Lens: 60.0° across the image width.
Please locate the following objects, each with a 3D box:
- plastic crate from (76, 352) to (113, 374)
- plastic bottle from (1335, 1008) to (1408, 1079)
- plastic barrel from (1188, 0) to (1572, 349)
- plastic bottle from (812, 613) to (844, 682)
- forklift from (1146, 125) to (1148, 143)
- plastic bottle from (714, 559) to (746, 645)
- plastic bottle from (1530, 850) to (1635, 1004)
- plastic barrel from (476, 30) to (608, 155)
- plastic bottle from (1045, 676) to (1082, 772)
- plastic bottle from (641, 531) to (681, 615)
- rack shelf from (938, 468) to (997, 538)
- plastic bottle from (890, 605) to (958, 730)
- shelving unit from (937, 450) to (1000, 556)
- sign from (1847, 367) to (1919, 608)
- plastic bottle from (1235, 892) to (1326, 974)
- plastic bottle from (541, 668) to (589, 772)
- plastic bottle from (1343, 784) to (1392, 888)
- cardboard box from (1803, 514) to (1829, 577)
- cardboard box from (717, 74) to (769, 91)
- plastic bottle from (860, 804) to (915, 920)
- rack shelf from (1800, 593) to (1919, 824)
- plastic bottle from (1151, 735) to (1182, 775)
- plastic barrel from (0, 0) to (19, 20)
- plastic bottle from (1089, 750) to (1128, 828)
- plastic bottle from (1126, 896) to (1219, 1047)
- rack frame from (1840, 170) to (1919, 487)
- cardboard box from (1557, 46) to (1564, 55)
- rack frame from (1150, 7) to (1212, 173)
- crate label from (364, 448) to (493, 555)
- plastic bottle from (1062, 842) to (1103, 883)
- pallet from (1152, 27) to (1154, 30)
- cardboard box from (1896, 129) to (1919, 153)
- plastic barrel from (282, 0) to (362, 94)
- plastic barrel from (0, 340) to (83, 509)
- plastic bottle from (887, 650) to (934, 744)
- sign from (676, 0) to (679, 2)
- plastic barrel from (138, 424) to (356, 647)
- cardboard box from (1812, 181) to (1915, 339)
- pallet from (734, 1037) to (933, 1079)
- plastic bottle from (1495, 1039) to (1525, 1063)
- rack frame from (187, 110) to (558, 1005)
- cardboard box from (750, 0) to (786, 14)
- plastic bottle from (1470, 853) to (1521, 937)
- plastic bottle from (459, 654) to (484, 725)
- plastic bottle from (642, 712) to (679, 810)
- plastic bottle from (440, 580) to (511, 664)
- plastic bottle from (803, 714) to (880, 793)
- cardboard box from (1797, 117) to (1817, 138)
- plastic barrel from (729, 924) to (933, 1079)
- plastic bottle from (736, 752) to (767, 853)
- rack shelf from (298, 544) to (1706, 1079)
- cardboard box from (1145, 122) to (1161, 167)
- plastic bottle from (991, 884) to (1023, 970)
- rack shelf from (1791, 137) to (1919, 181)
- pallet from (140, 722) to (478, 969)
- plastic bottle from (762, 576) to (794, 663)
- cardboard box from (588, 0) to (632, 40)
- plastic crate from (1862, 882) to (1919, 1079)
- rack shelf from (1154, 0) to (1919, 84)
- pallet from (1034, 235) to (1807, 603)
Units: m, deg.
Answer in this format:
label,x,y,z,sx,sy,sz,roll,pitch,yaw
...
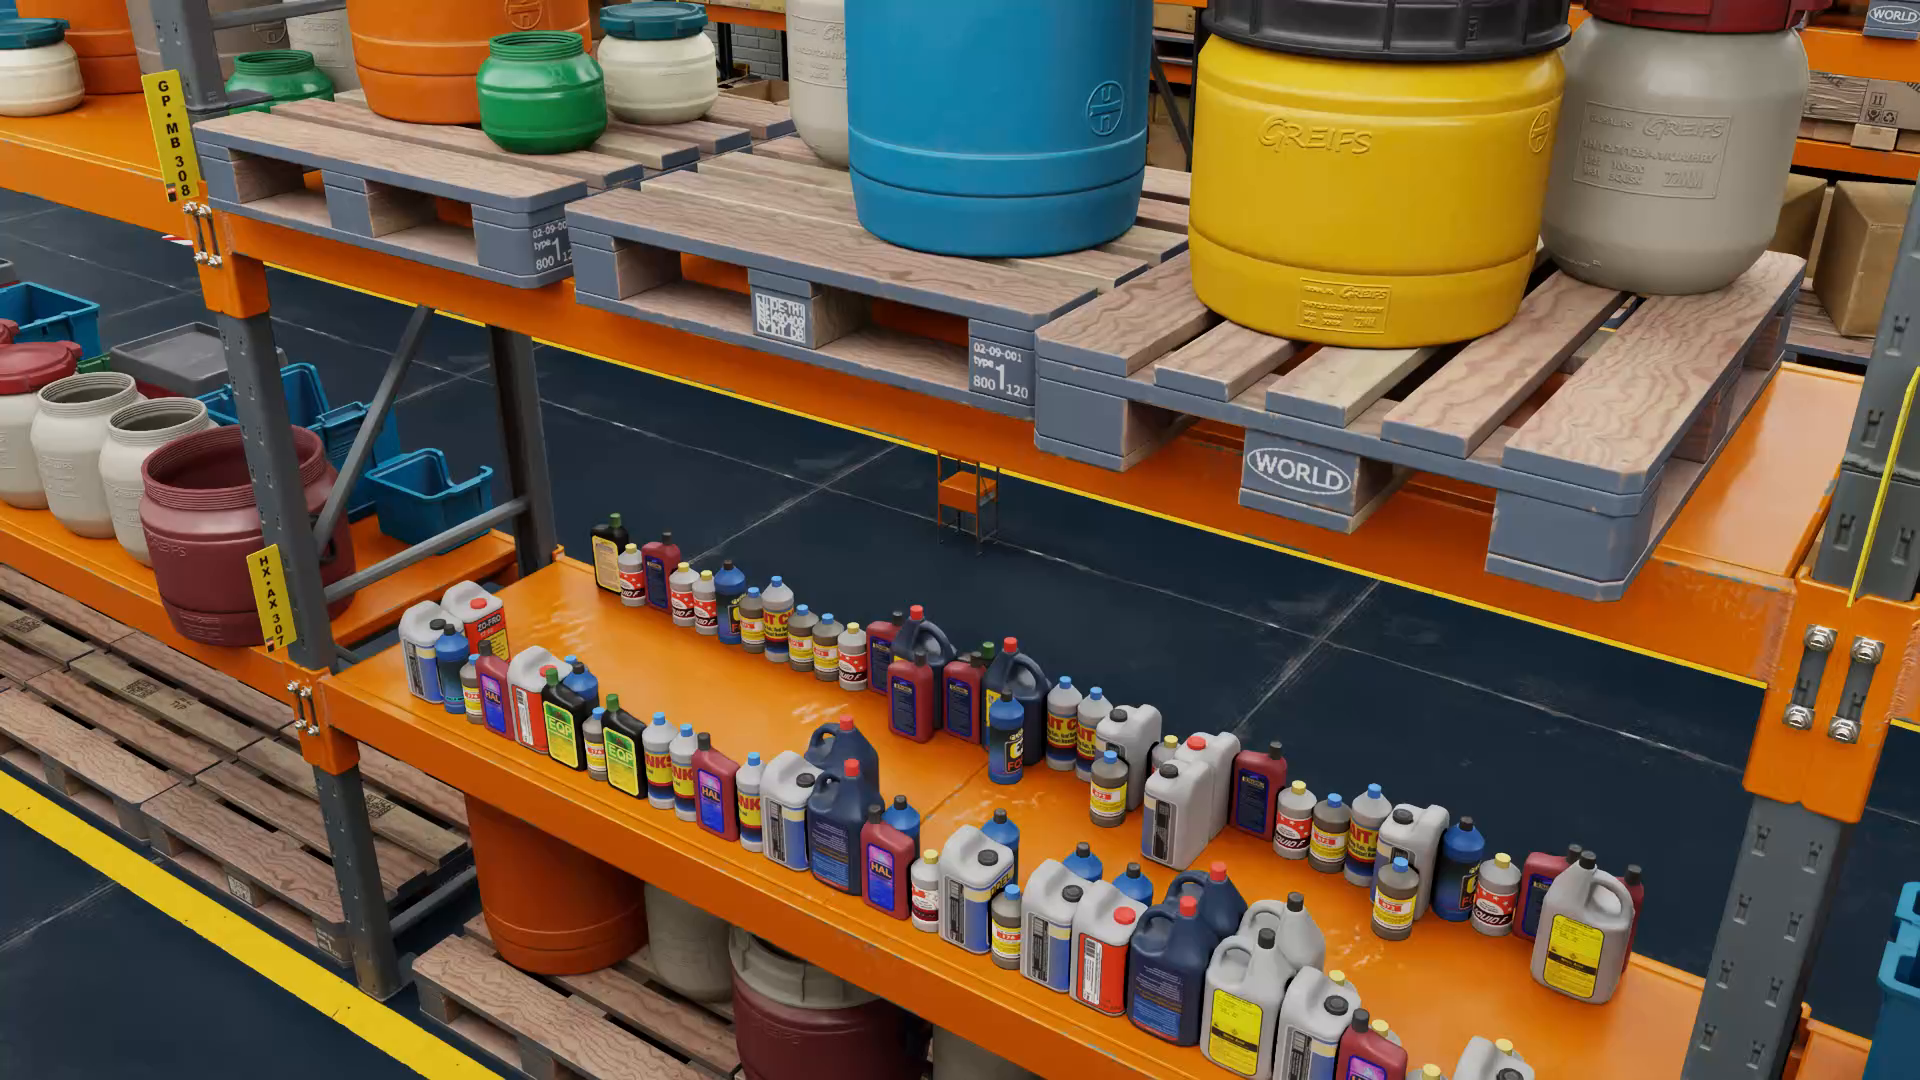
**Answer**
label,x,y,z,sx,sy,sz,roll,pitch,yaw
plastic crate,-3.431,-0.551,6.759,0.662,0.188,0.450,17,32,30
plastic bottle,0.844,1.096,3.417,0.133,0.283,0.061,17,32,30
plastic barrel,0.701,-0.699,2.839,0.600,0.588,0.600,0,27,0
plastic bottle,-0.397,0.319,5.036,0.097,0.201,0.097,0,27,0
forklift,0.729,-2.813,11.046,3.031,2.935,1.130,17,31,30
plastic bottle,-0.718,0.187,5.216,0.097,0.271,0.097,0,27,0
plastic bottle,1.428,0.867,3.793,0.185,0.351,0.144,17,32,30
plastic barrel,-0.986,-1.057,3.920,0.294,0.245,0.294,0,27,0
plastic bottle,0.288,0.501,4.600,0.097,0.271,0.097,0,27,0
plastic bottle,-0.964,0.096,5.384,0.133,0.283,0.061,17,32,30
rack shelf,0.044,-0.197,8.616,0.240,0.259,0.215,17,32,30
plastic bottle,-0.104,0.356,4.797,0.185,0.351,0.144,17,32,30
shelving unit,0.044,-0.454,8.485,0.252,1.050,0.215,17,32,30
sign,1.255,-0.068,2.260,0.005,0.325,0.100,17,32,30
plastic bottle,0.707,0.922,3.686,0.185,0.351,0.144,17,32,30
plastic bottle,-1.089,0.494,4.600,0.133,0.283,0.061,17,32,30
plastic bottle,1.021,0.729,4.152,0.097,0.271,0.097,0,27,0
cardboard box,3.807,0.115,7.488,0.500,0.500,0.500,17,32,30
cardboard box,-2.195,-4.505,16.774,0.500,0.311,0.500,14,30,25
plastic bottle,-0.175,0.779,4.041,0.133,0.283,0.061,17,32,30
rack shelf,3.217,0.564,1.820,4.000,0.370,1.077,17,32,30
plastic bottle,0.559,0.617,4.450,0.097,0.201,0.097,0,27,0
plastic barrel,-3.406,-2.162,5.831,0.708,0.901,0.600,17,32,30
plastic bottle,0.393,0.648,4.388,0.097,0.201,0.097,0,27,0
plastic bottle,0.473,0.928,3.674,0.185,0.351,0.144,17,32,30
rack frame,1.568,-1.607,1.985,0.127,3.000,1.000,17,32,30
cardboard box,4.562,-3.492,11.843,0.500,0.500,0.500,18,32,32
rack frame,1.079,-1.811,9.001,0.127,3.000,1.000,17,32,30
crate label,-1.864,-0.134,5.890,0.416,0.233,0.303,17,32,30
plastic bottle,0.288,0.835,3.944,0.097,0.271,0.097,0,27,0
pallet,1.131,-4.355,14.212,1.213,0.211,1.003,17,32,30
cardboard box,6.329,-2.654,10.913,0.250,0.149,0.380,18,32,32
plastic barrel,-1.811,-1.541,5.040,0.421,0.512,0.421,0,27,0
plastic barrel,-3.400,-0.421,6.119,0.433,0.535,0.433,0,27,0
plastic bottle,-0.141,0.431,4.724,0.133,0.283,0.061,17,32,30
sign,-1.919,-3.524,11.178,0.005,0.325,0.100,17,32,30
plastic barrel,-2.283,-0.027,5.345,0.708,0.536,0.600,17,32,30
cardboard box,4.112,-1.221,7.268,0.500,0.500,0.700,7,28,13
pallet,-0.054,1.783,5.013,1.213,0.211,1.003,17,32,30
plastic bottle,1.116,1.124,3.453,0.097,0.201,0.097,0,27,0
rack frame,-1.729,0.040,5.364,0.127,3.000,1.000,17,32,30
cardboard box,-1.639,-5.155,15.716,0.500,0.250,0.500,17,31,30
plastic bottle,1.292,0.845,4.001,0.097,0.201,0.097,0,27,0
plastic bottle,-1.395,0.426,4.826,0.097,0.201,0.097,0,27,0
plastic bottle,-0.794,0.582,4.442,0.097,0.271,0.097,0,27,0
plastic bottle,-1.469,0.270,5.048,0.135,0.276,0.152,17,32,30
plastic bottle,-0.307,0.601,4.316,0.185,0.351,0.144,17,32,30
cardboard box,5.716,-2.857,11.312,0.250,0.149,0.380,16,31,29
plastic barrel,-0.385,1.337,5.012,0.708,0.588,0.600,17,32,30
plastic bottle,-0.523,0.666,4.276,0.097,0.271,0.097,0,27,0
rack shelf,-0.080,0.874,4.518,4.000,0.370,1.077,17,32,30
cardboard box,1.654,-3.476,14.545,0.500,0.500,0.700,17,31,29
plastic bottle,0.122,0.898,3.897,0.097,0.201,0.097,0,27,0
rack shelf,5.529,-2.830,11.796,4.000,0.370,1.077,17,32,30
pallet,-2.345,1.069,6.416,1.213,0.211,1.003,17,32,30
plastic bottle,-0.558,0.237,5.118,0.097,0.271,0.097,0,27,0
cardboard box,-2.588,-3.572,10.922,0.500,0.500,0.700,17,32,31
plastic crate,2.146,1.040,3.351,0.575,0.384,0.392,17,32,30
rack shelf,2.727,-2.314,7.475,4.000,0.370,1.077,17,32,30
pallet,0.867,-0.350,3.032,1.003,0.211,1.213,17,32,30
